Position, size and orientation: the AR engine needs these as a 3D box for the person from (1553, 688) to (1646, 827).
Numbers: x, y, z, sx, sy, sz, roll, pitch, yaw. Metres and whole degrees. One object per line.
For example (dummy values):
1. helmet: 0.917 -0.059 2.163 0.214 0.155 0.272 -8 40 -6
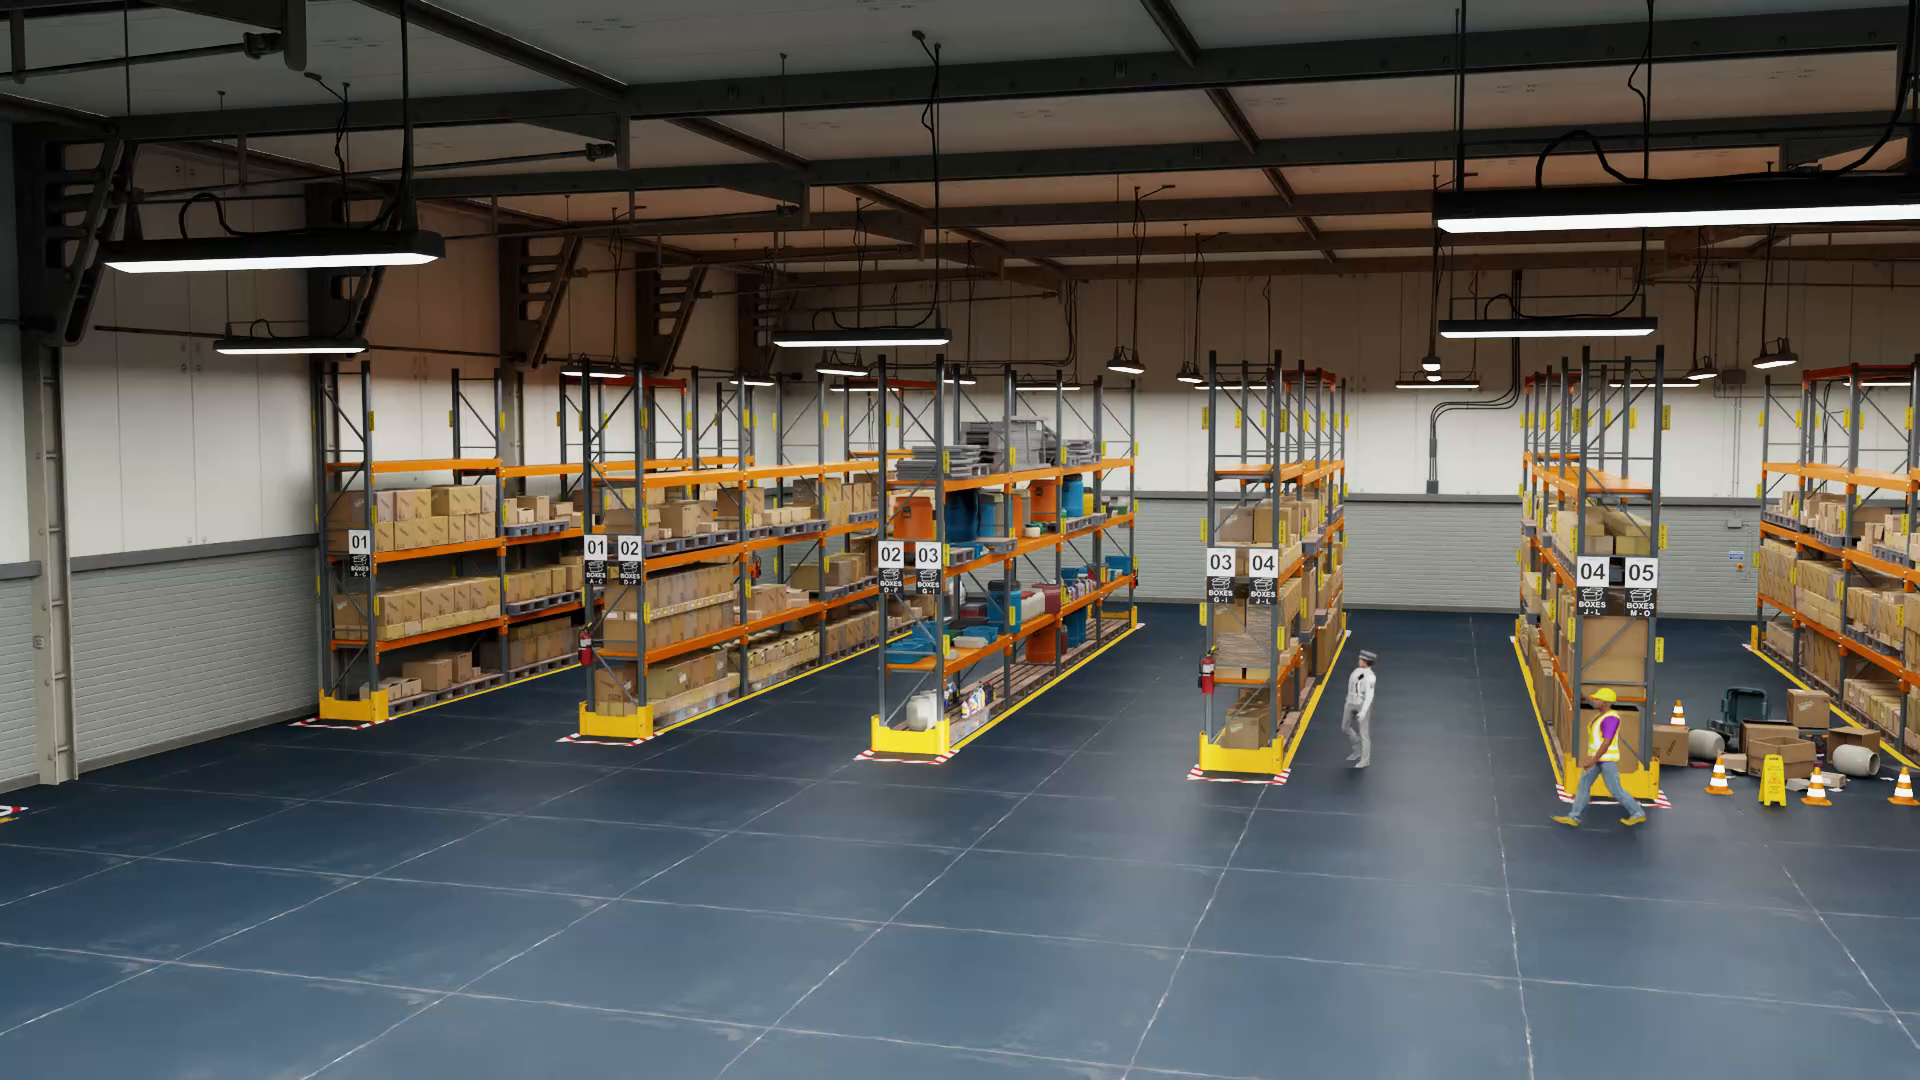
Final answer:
1. person: 7.873 2.684 20.419 1.036 1.736 0.547 0 4 -4

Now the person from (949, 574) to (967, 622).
1. person: -0.020 1.509 37.245 0.503 1.710 0.487 3 5 33

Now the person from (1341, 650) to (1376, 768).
1. person: 5.800 2.435 24.193 0.400 1.698 0.581 -2 5 -28
